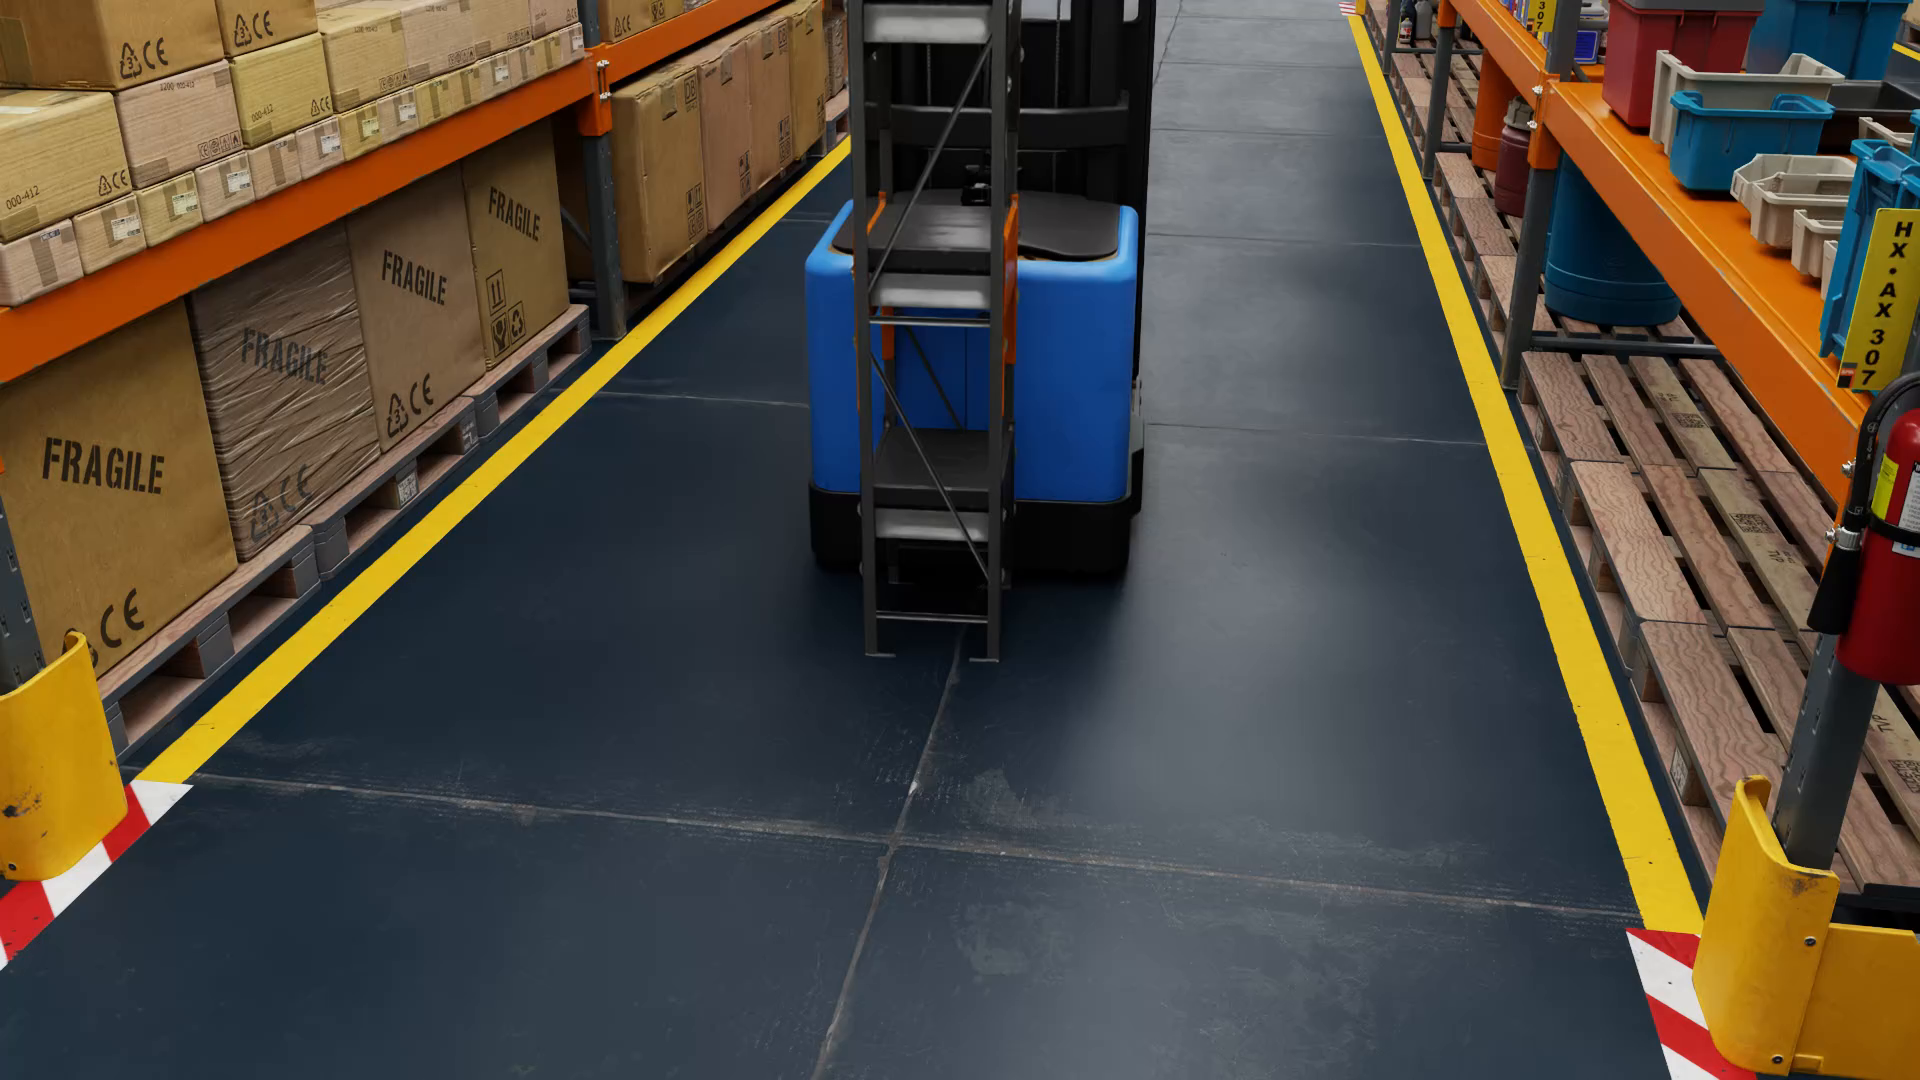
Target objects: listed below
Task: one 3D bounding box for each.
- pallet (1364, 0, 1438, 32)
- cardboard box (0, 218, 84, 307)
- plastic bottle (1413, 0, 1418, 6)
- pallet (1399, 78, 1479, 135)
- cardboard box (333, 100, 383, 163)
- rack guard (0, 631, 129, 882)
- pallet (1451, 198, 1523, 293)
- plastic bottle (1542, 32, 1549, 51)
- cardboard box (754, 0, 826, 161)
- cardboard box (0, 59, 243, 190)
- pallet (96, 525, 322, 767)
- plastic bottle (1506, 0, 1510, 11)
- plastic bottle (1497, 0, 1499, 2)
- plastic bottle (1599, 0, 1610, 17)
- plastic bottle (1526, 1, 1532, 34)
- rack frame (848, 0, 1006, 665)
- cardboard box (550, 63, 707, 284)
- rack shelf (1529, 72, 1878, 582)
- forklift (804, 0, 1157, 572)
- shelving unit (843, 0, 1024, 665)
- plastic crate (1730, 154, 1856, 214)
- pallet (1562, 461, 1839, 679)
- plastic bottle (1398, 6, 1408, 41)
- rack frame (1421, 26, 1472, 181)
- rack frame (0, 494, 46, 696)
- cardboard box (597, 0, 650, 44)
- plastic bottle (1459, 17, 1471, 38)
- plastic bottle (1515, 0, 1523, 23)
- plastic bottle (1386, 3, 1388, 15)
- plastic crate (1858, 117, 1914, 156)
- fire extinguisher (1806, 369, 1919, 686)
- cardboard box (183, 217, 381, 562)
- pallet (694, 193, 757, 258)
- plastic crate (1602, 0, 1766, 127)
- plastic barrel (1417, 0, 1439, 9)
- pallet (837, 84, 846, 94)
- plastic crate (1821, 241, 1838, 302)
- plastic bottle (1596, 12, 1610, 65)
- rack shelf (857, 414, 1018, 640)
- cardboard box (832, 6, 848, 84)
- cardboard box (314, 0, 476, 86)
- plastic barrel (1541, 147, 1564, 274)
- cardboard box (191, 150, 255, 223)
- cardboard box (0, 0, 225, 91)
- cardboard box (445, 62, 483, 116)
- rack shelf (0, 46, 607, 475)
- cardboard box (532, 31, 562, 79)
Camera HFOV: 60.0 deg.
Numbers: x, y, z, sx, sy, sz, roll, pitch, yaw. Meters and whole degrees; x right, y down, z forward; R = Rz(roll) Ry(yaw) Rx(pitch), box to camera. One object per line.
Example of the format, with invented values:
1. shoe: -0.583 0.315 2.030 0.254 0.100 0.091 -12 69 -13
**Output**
1. pallet: 4.679 -5.366 16.966 1.003 0.211 1.213 4 25 9
2. cardboard box: -2.335 -0.667 3.933 0.380 0.149 0.250 4 25 9
3. plastic bottle: 4.139 -4.808 15.169 0.061 0.283 0.133 4 25 9
4. pallet: 3.842 -3.225 12.391 1.003 0.211 1.213 4 25 9
5. cardboard box: -2.085 -1.310 5.308 0.380 0.149 0.250 3 25 7
6. rack guard: -2.723 0.487 4.120 1.175 0.500 0.348 4 25 9
7. pallet: 3.186 -1.554 8.820 1.003 0.211 1.213 4 25 9
8. plastic bottle: 2.627 -2.269 7.205 0.152 0.276 0.135 4 25 9
9. cardboard box: -1.544 -2.942 10.508 1.225 0.875 0.875 3 25 6
10. cardboard box: -2.295 -1.122 4.435 0.500 0.250 0.500 4 25 8
11. pallet: -2.665 0.268 4.929 1.003 0.211 1.213 4 25 9
12. plastic bottle: 2.829 -2.831 8.317 0.144 0.351 0.185 4 25 9
13. plastic bottle: 2.852 -2.966 8.687 0.061 0.283 0.133 4 25 9
14. plastic bottle: 2.791 -2.360 7.311 0.144 0.351 0.185 4 25 9
15. plastic bottle: 2.709 -2.480 7.656 0.152 0.276 0.135 4 25 9
16. rack frame: -0.083 -0.590 4.535 0.400 2.100 0.015 2 25 5
17. cardboard box: -1.980 -1.825 8.122 1.225 0.875 0.875 4 25 9
18. rack shelf: 2.495 -0.823 4.818 1.077 0.370 4.000 4 25 9
19. forklift: 0.173 -1.816 6.172 1.130 2.935 3.031 2 25 5
20. shelving unit: -0.058 -0.693 4.754 0.431 2.100 0.503 2 25 5
21. plastic crate: 2.236 -0.937 4.454 0.298 0.136 0.250 4 25 9
22. pallet: 2.543 0.100 5.288 1.003 0.211 1.213 4 25 9
23. plastic bottle: 3.882 -4.524 14.562 0.061 0.283 0.133 5 26 11
24. rack frame: 3.475 -3.658 10.027 1.000 3.000 0.127 4 25 9
25. rack frame: -2.719 -0.655 3.612 1.000 3.000 0.127 4 25 9
26. cardboard box: -1.743 -2.549 7.538 0.500 0.500 0.500 4 25 9
27. plastic bottle: 4.528 -4.649 14.750 0.144 0.351 0.185 4 25 9
28. plastic bottle: 2.769 -2.633 7.983 0.152 0.276 0.135 4 25 9
29. plastic bottle: 4.162 -5.156 16.008 0.097 0.201 0.097 0 25 0
30. plastic crate: 2.833 -1.144 4.895 0.293 0.136 0.466 4 25 9
31. fire extinguisher: 1.695 -0.077 2.906 0.296 0.674 0.183 4 25 9
32. cardboard box: -2.544 -0.537 5.370 0.875 0.875 0.875 4 25 9
33. pallet: -1.816 -1.905 9.571 1.003 0.211 1.213 4 25 9
34. plastic crate: 2.428 -1.685 5.666 0.402 0.464 0.583 4 25 9
35. plastic barrel: 4.669 -5.577 16.566 0.421 0.512 0.421 0 25 0
36. pallet: -1.080 -3.574 13.136 1.003 0.211 1.213 4 25 9
37. plastic crate: 2.122 -0.573 3.677 0.396 0.136 0.243 4 25 9
38. plastic bottle: 2.693 -2.081 6.893 0.097 0.201 0.097 0 25 0
39. rack shelf: -0.058 -0.047 5.057 0.431 0.518 0.480 2 25 5
40. cardboard box: -1.157 -3.820 12.803 0.700 0.500 0.500 6 26 13
41. cardboard box: -2.043 -1.762 5.802 0.500 0.250 0.500 5 25 10
42. plastic barrel: 3.043 -1.747 7.925 0.600 0.901 0.708 4 25 9
43. cardboard box: -2.211 -0.991 4.625 0.380 0.149 0.250 4 25 8
44. cardboard box: -2.292 -1.453 4.257 0.500 0.500 0.500 3 25 7
45. cardboard box: -1.959 -1.634 5.998 0.380 0.149 0.250 4 25 10
46. rack shelf: -2.392 -1.166 5.551 1.077 0.370 4.000 4 25 9
47. cardboard box: -1.833 -1.956 6.687 0.380 0.149 0.250 5 25 10
